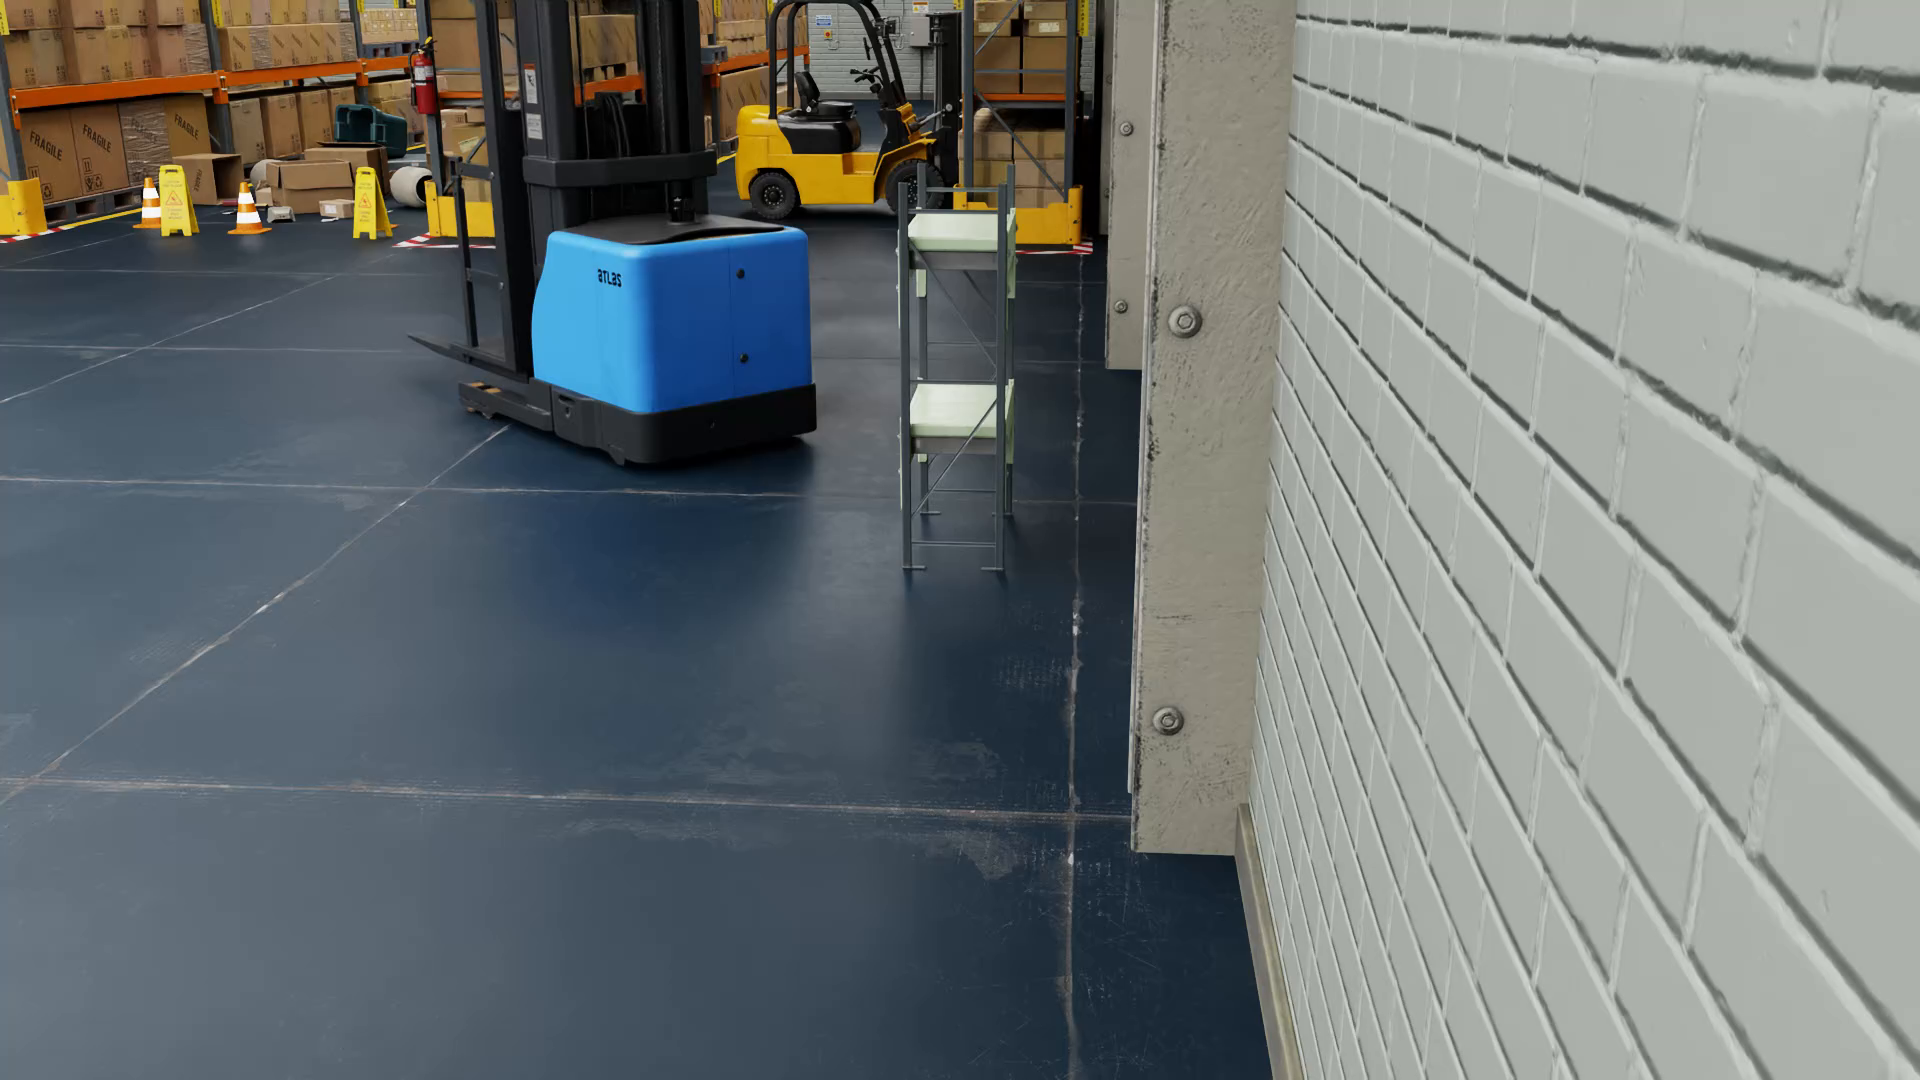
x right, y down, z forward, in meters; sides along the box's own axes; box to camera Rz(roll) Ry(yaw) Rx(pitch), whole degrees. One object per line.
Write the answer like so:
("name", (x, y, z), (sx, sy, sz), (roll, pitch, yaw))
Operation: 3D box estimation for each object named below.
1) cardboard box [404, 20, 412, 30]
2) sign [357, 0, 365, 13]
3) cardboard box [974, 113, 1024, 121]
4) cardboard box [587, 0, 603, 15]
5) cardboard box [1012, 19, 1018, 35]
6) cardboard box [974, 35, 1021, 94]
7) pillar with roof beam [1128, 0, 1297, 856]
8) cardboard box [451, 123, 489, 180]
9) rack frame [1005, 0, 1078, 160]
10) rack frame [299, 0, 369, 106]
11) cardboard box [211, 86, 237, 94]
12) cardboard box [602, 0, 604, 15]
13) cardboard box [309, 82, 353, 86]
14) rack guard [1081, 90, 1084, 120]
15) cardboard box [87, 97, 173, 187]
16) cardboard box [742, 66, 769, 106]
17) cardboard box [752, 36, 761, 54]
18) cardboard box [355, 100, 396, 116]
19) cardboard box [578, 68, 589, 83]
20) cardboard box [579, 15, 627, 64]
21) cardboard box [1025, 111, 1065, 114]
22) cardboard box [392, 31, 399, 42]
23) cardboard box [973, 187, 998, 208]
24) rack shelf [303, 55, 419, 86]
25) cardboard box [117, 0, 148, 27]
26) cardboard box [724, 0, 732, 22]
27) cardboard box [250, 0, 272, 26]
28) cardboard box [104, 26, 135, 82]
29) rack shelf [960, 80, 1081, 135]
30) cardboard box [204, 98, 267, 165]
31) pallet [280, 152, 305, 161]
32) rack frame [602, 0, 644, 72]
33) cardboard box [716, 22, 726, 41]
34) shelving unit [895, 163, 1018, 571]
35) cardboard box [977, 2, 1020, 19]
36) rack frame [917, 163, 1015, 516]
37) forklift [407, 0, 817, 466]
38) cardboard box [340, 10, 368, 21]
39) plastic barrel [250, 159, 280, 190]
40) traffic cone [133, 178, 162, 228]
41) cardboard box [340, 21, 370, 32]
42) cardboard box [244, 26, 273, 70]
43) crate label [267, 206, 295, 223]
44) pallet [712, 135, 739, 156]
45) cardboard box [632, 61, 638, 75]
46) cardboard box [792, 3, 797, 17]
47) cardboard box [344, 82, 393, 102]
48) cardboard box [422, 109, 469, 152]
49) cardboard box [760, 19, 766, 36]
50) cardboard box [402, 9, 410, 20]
("cardboard box", (-8.447, -7.713, 24.897), (0.380, 0.149, 0.250), (2, 18, 6))
("sign", (-8.235, -7.401, 22.834), (0.100, 0.325, 0.005), (1, 18, 4))
("cardboard box", (0.402, -4.343, 17.495), (0.500, 0.250, 0.500), (2, 18, 6))
("cardboard box", (-4.379, -6.073, 18.396), (0.700, 0.500, 0.500), (1, 18, 3))
("cardboard box", (0.347, -4.818, 15.607), (0.380, 0.149, 0.250), (2, 18, 5))
("cardboard box", (0.307, -4.395, 15.359), (0.500, 0.500, 0.500), (1, 18, 3))
("pillar with roof beam", (-3.672, -3.605, 3.474), (9.100, 9.000, 0.400), (1, 18, 4))
("cardboard box", (-4.620, -3.803, 16.248), (0.500, 0.500, 0.500), (1, 18, 4))
("rack frame", (1.107, -6.674, 22.473), (1.000, 3.000, 0.127), (1, 18, 4))
("rack frame", (-8.789, -6.862, 23.049), (1.000, 3.000, 0.127), (1, 18, 4))
("cardboard box", (-13.250, -7.919, 29.012), (0.875, 0.875, 0.875), (1, 18, 4))
("cardboard box", (-4.327, -6.078, 19.342), (0.500, 0.500, 0.500), (1, 18, 3))
("cardboard box", (-9.001, -6.449, 23.922), (0.500, 0.250, 0.500), (1, 18, 3))
("rack guard", (1.675, -7.947, 30.373), (1.175, 0.500, 0.348), (1, 18, 4))
("cardboard box", (-9.251, -4.336, 18.077), (0.875, 0.875, 0.875), (1, 18, 4))
("cardboard box", (-3.522, -7.021, 26.271), (0.875, 0.875, 0.875), (2, 18, 6))
("cardboard box", (-3.376, -7.651, 25.697), (0.500, 0.250, 0.500), (1, 18, 3))
("cardboard box", (-8.484, -6.088, 24.026), (0.500, 0.500, 0.500), (1, 18, 2))
("cardboard box", (-4.026, -4.763, 17.045), (0.380, 0.149, 0.250), (1, 18, 2))
("cardboard box", (-3.945, -5.426, 18.028), (0.500, 0.500, 0.500), (2, 18, 6))
("cardboard box", (0.957, -4.485, 17.927), (0.500, 0.250, 0.500), (1, 18, 3))
("cardboard box", (-8.482, -7.411, 24.451), (0.380, 0.149, 0.250), (2, 18, 6))
("cardboard box", (0.252, -3.235, 15.720), (0.500, 0.250, 0.500), (1, 18, 4))
("rack shelf", (-8.645, -7.142, 25.056), (1.077, 0.370, 4.000), (1, 18, 4))
("cardboard box", (-9.235, -5.753, 17.687), (0.875, 0.550, 0.550), (1, 18, 4))
("cardboard box", (-3.539, -7.608, 23.558), (0.500, 0.500, 0.500), (1, 18, 4))
("cardboard box", (-8.974, -6.614, 20.524), (0.700, 0.500, 0.500), (1, 18, 4))
("cardboard box", (-9.201, -5.073, 17.348), (0.875, 0.550, 0.500), (1, 18, 4))
("rack shelf", (0.677, -4.468, 16.898), (1.077, 0.370, 4.000), (1, 18, 4))
("cardboard box", (-9.121, -4.945, 20.137), (1.050, 0.750, 0.750), (1, 18, 4))
("pallet", (-9.010, -4.916, 21.588), (1.003, 0.211, 1.213), (1, 18, 4))
("rack frame", (-4.131, -5.541, 19.016), (1.000, 3.000, 0.127), (1, 18, 4))
("cardboard box", (-3.561, -7.101, 23.216), (0.500, 0.250, 0.500), (1, 18, 4))
("shelving unit", (0.000, -0.711, 6.683), (0.431, 1.500, 0.755), (1, 18, 4))
("cardboard box", (0.349, -4.802, 15.081), (0.380, 0.149, 0.250), (1, 18, 4))
("rack frame", (0.026, -0.824, 7.030), (0.400, 1.500, 0.023), (1, 18, 4))
("forklift", (-2.072, -2.130, 8.718), (1.130, 2.935, 3.031), (-15, 24, -39))
("cardboard box", (-8.562, -7.366, 23.359), (0.380, 0.149, 0.250), (1, 18, 4))
("plastic barrel", (-7.627, -4.009, 18.479), (0.512, 0.421, 0.421), (17, 25, 41))
("traffic cone", (-7.908, -3.305, 16.268), (0.336, 0.463, 0.334), (1, 18, 4))
("cardboard box", (-8.554, -7.230, 23.420), (0.380, 0.149, 0.250), (2, 18, 6))
("cardboard box", (-8.734, -5.982, 20.200), (0.500, 0.500, 0.500), (1, 18, 4))
("crate label", (-6.810, -3.265, 16.668), (0.250, 0.136, 0.298), (-9, 20, -25))
("pallet", (-3.712, -5.701, 23.984), (1.003, 0.211, 1.213), (1, 18, 4))
("cardboard box", (-3.850, -5.315, 18.730), (0.380, 0.149, 0.250), (1, 18, 3))
("cardboard box", (-3.115, -9.319, 28.780), (0.500, 0.500, 0.500), (1, 18, 4))
("cardboard box", (-8.498, -6.439, 23.893), (0.500, 0.250, 0.500), (0, 18, 1))
("cardboard box", (-5.908, -4.743, 19.380), (0.500, 0.500, 0.500), (1, 18, 4))
("cardboard box", (-3.346, -8.050, 26.110), (0.500, 0.250, 0.500), (1, 18, 4))
("cardboard box", (-8.448, -7.850, 24.837), (0.380, 0.149, 0.250), (1, 18, 3))
